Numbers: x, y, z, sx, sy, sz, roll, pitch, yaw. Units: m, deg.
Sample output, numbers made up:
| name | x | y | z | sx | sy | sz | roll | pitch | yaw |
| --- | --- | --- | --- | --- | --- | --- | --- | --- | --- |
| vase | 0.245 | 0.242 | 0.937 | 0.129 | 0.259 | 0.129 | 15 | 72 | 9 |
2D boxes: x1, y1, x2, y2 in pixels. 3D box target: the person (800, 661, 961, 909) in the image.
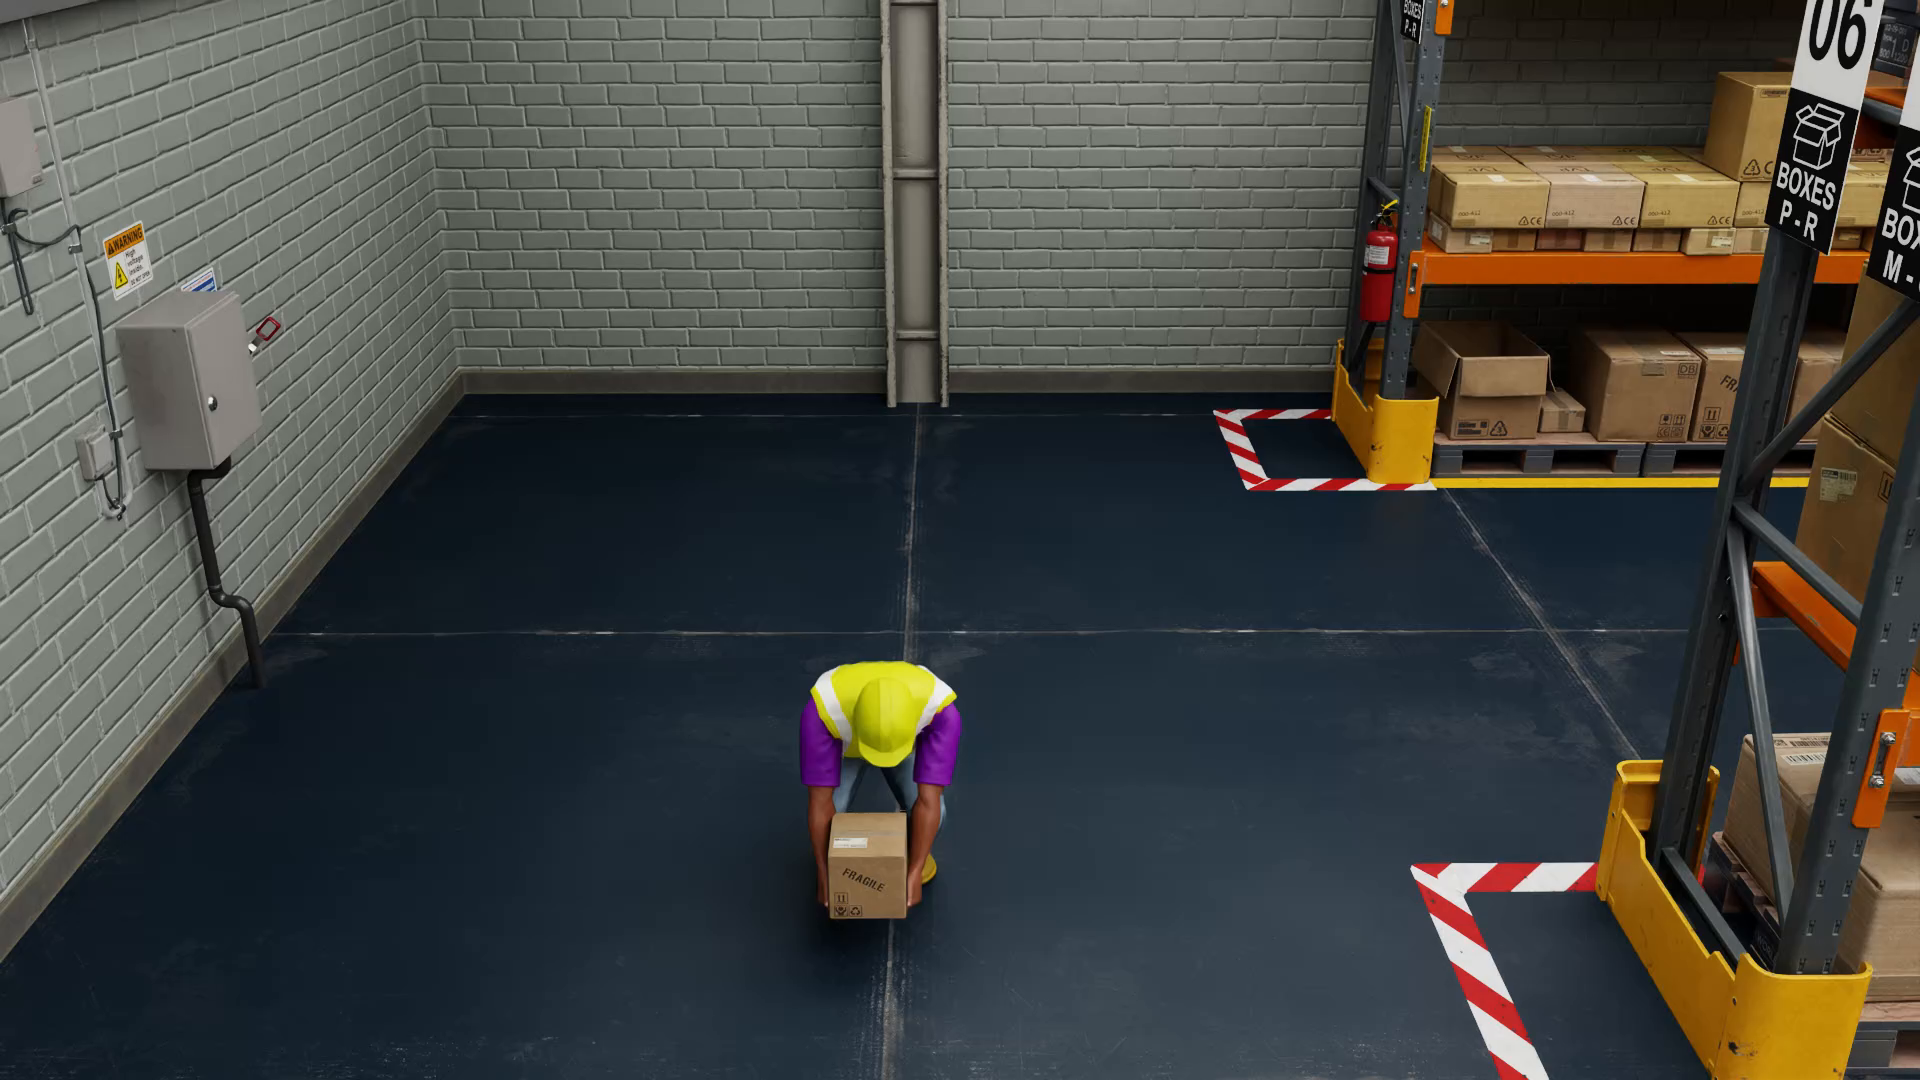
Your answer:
| name | x | y | z | sx | sy | sz | roll | pitch | yaw |
| --- | --- | --- | --- | --- | --- | --- | --- | --- | --- |
| person | -0.270 | 0.783 | 5.751 | 0.541 | 1.012 | 0.899 | -1 | 24 | -2 |
